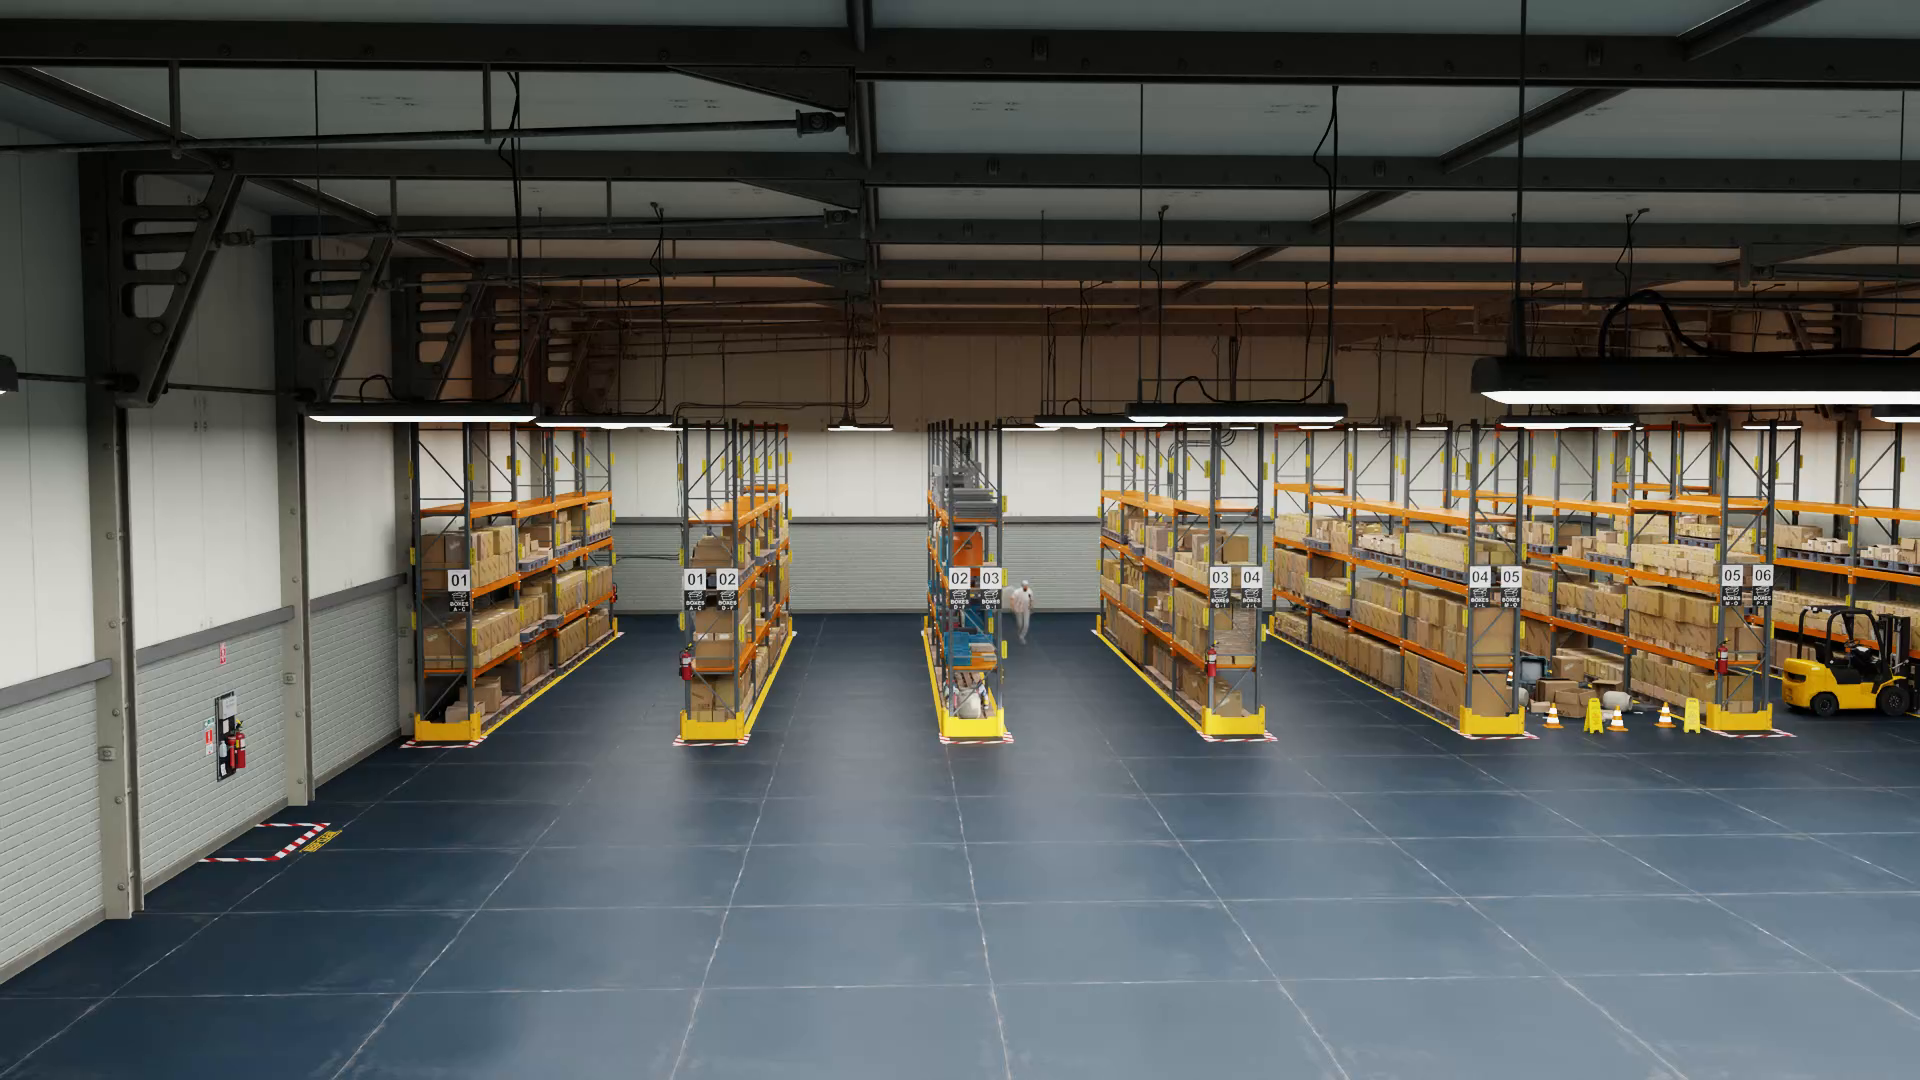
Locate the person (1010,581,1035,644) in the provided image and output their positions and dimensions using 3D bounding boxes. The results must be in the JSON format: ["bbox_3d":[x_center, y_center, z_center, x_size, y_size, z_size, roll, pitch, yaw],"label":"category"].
[{"bbox_3d":[1.631,1.870,43.360,0.640,1.637,0.662,-1,4,-11],"label":"person"}]

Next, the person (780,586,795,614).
[{"bbox_3d":[-5.173,1.767,48.295,0.753,1.790,0.704,1,4,18],"label":"person"}]

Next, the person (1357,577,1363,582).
[{"bbox_3d":[11.123,1.885,46.329,0.687,1.721,0.586,-1,4,-13],"label":"person"}]

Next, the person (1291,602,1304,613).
[{"bbox_3d":[9.947,1.793,48.909,0.861,1.579,0.609,2,4,30],"label":"person"}]
